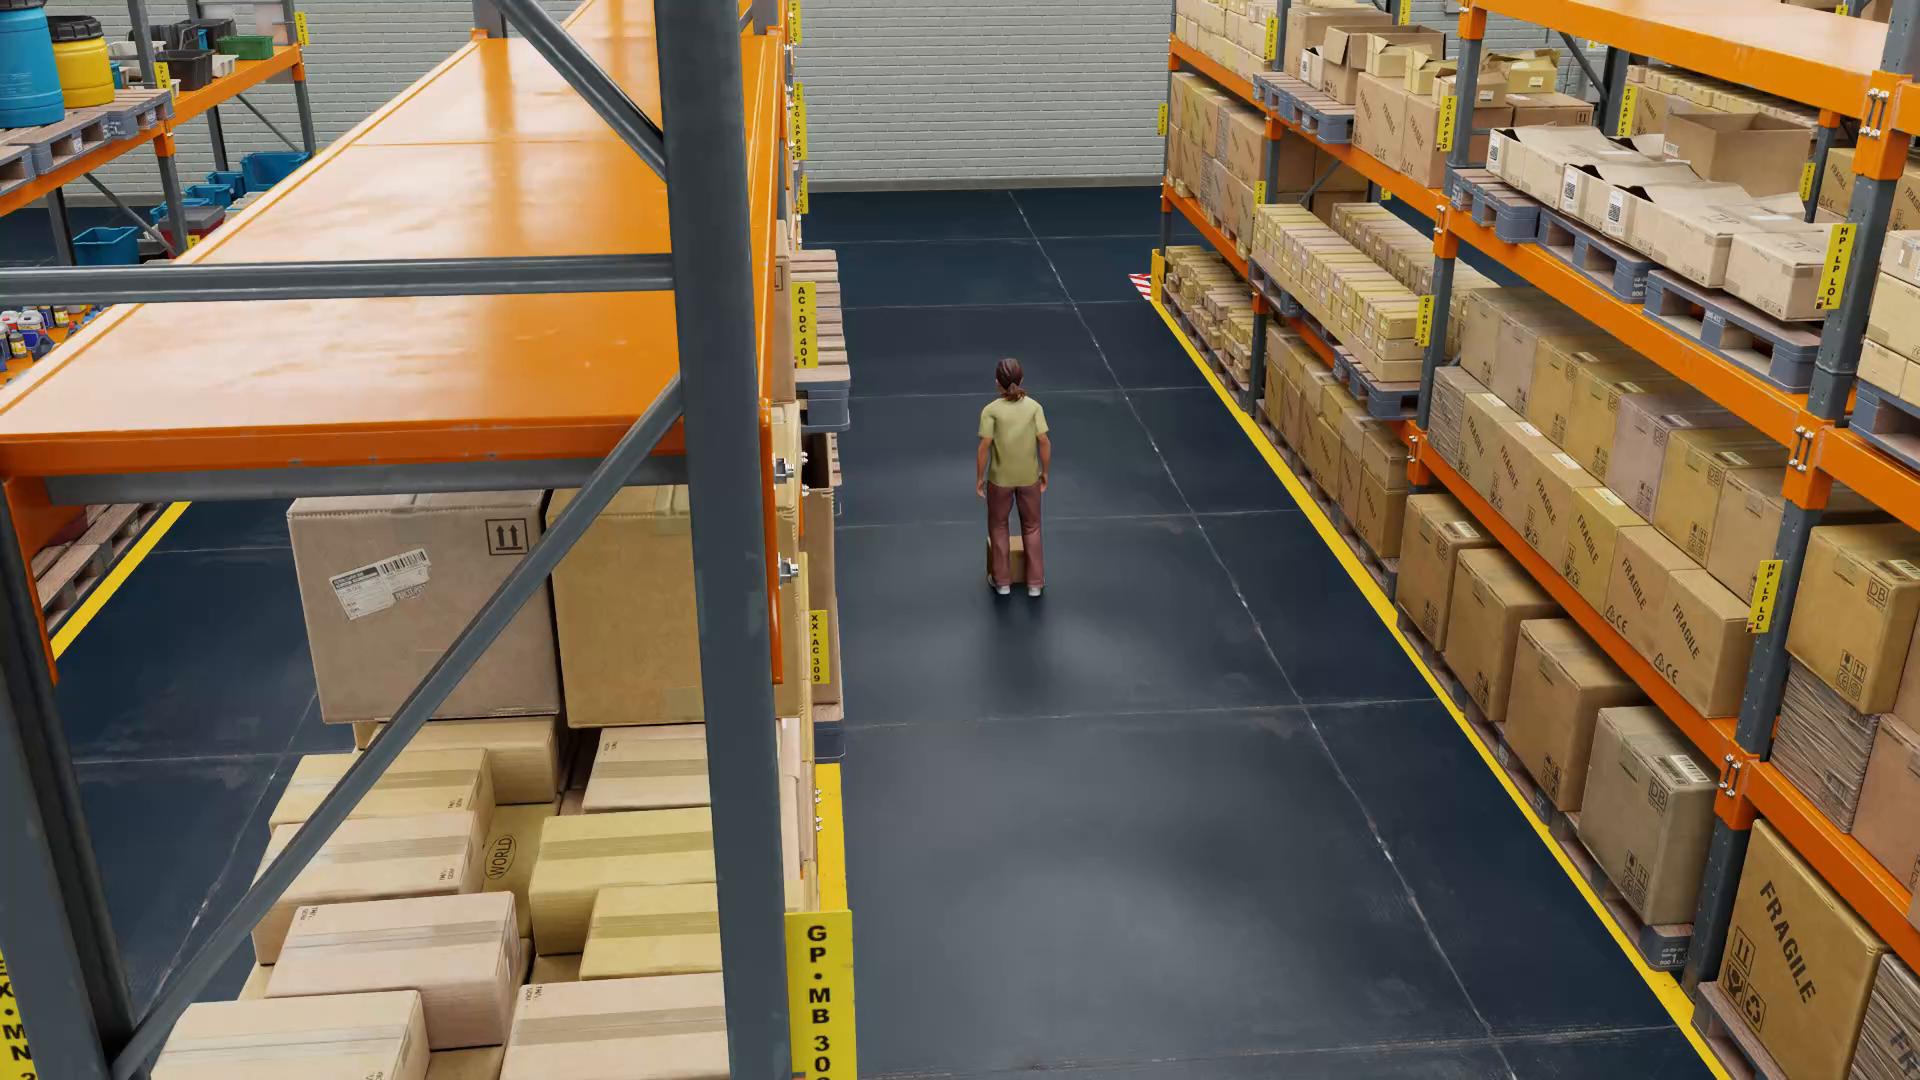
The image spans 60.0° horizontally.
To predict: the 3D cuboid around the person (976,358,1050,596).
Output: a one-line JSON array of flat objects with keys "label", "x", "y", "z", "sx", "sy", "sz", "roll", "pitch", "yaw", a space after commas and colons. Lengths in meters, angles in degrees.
[{"label": "person", "x": 0.353, "y": -0.419, "z": 11.267, "sx": 0.519, "sy": 1.667, "sz": 0.417, "roll": -4, "pitch": 24, "yaw": -8}]
